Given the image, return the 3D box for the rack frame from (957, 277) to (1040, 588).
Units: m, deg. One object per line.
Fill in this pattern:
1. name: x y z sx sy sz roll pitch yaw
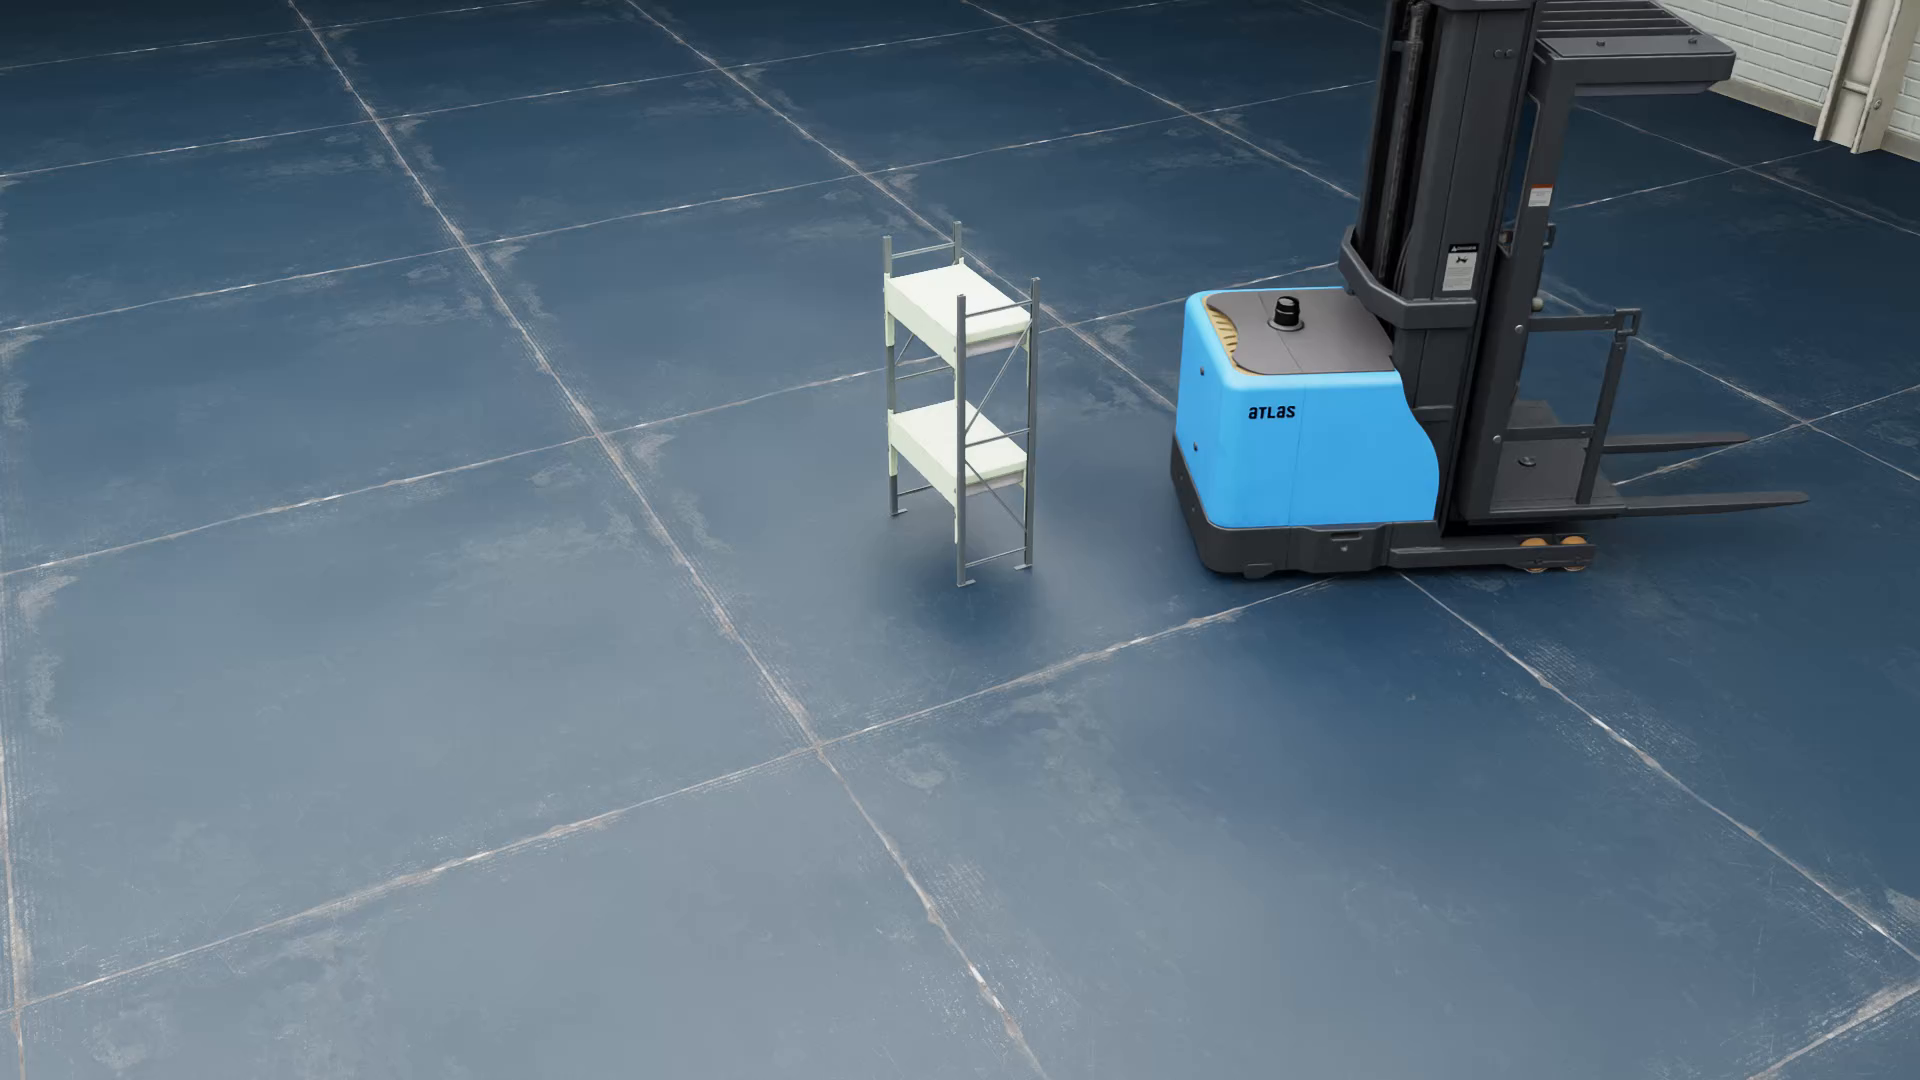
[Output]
1. rack frame: 0.168 -0.460 7.578 0.400 1.500 0.023 -16 36 -23

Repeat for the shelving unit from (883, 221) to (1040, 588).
1. shelving unit: -0.003 -0.635 7.850 0.431 1.500 0.755 -16 36 -23

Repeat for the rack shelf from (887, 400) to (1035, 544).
1. rack shelf: -0.003 -0.360 8.026 0.431 0.370 0.720 -16 36 -23

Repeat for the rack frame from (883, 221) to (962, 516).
1. rack frame: -0.174 -0.809 8.123 0.400 1.500 0.023 -16 36 -23

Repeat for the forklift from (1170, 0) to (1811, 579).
1. forklift: 2.637 -1.360 7.655 3.031 2.935 1.130 -2 33 -4

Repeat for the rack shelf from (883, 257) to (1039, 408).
1. rack shelf: -0.003 -0.963 7.640 0.431 0.370 0.720 -16 36 -23

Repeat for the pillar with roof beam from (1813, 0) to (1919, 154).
1. pillar with roof beam: 3.206 -5.842 9.027 9.100 9.000 0.400 -16 36 -23
